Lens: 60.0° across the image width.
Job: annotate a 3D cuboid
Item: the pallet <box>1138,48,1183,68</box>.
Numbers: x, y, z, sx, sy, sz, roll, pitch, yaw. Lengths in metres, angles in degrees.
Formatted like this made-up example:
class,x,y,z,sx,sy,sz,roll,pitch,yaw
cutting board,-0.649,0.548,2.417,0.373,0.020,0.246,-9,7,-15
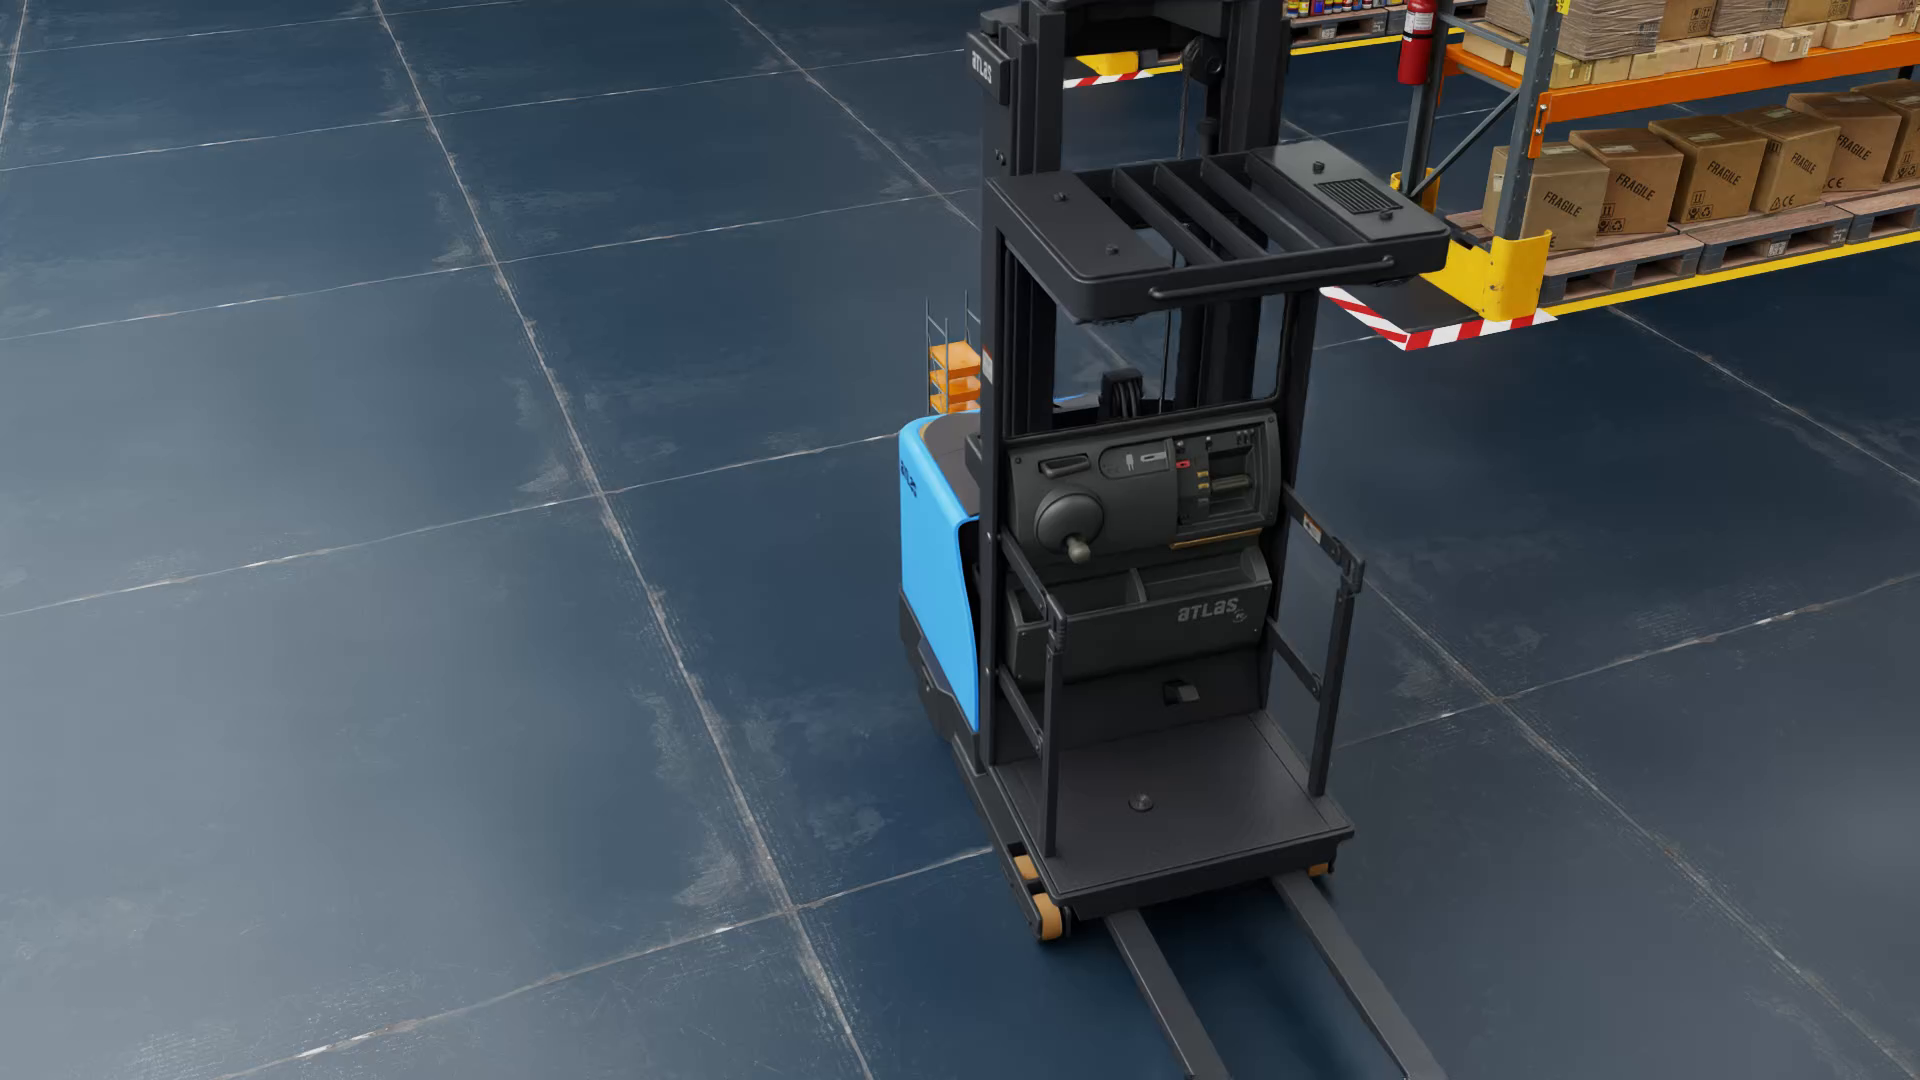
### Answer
class,x,y,z,sx,sy,sz,roll,pitch,yaw
pallet,1.852,-4.364,14.264,1.213,0.211,1.003,-13,35,-19

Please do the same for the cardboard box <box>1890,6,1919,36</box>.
class,x,y,z,sx,sy,sz,roll,pitch,yaw
cardboard box,5.613,-3.214,10.170,0.250,0.149,0.380,-13,35,-19

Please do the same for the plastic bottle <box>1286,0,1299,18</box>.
class,x,y,z,sx,sy,sz,roll,pitch,yaw
plastic bottle,2.841,-4.591,14.154,0.097,0.271,0.097,0,33,0

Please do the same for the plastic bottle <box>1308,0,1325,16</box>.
class,x,y,z,sx,sy,sz,roll,pitch,yaw
plastic bottle,3.057,-4.635,14.210,0.133,0.283,0.061,-12,35,-18

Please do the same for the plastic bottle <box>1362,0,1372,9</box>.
class,x,y,z,sx,sy,sz,roll,pitch,yaw
plastic bottle,3.530,-4.720,14.416,0.097,0.201,0.097,0,33,0

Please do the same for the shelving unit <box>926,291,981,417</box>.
class,x,y,z,sx,sy,sz,roll,pitch,yaw
shelving unit,-0.013,-0.500,7.418,0.189,1.200,0.258,-13,35,-19

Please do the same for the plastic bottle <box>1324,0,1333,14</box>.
class,x,y,z,sx,sy,sz,roll,pitch,yaw
plastic bottle,3.157,-4.664,14.266,0.097,0.271,0.097,0,33,0

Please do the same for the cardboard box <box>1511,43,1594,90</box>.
class,x,y,z,sx,sy,sz,roll,pitch,yaw
cardboard box,3.321,-2.669,9.332,0.250,0.149,0.380,-13,35,-19

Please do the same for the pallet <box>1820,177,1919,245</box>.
class,x,y,z,sx,sy,sz,roll,pitch,yaw
pallet,6.049,-2.350,11.168,1.213,0.211,1.003,-13,35,-19

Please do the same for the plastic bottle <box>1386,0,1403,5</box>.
class,x,y,z,sx,sy,sz,roll,pitch,yaw
plastic bottle,3.780,-4.853,14.484,0.185,0.351,0.144,-13,35,-19

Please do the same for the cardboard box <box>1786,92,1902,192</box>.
class,x,y,z,sx,sy,sz,roll,pitch,yaw
cardboard box,5.745,-2.618,10.930,0.500,0.500,0.500,-2,33,-4

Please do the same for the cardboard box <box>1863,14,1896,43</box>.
class,x,y,z,sx,sy,sz,roll,pitch,yaw
cardboard box,5.398,-3.141,10.057,0.250,0.149,0.380,-13,35,-19

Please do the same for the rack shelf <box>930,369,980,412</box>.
class,x,y,z,sx,sy,sz,roll,pitch,yaw
rack shelf,-0.013,-0.664,7.311,0.180,0.103,0.258,-13,35,-19

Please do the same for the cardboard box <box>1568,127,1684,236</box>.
class,x,y,z,sx,sy,sz,roll,pitch,yaw
cardboard box,4.086,-2.229,10.332,0.500,0.500,0.500,-4,33,-6

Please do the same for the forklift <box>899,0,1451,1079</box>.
class,x,y,z,sx,sy,sz,roll,pitch,yaw
forklift,0.678,-0.113,5.236,1.130,2.935,3.031,-10,34,-15

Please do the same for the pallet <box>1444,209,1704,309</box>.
class,x,y,z,sx,sy,sz,roll,pitch,yaw
pallet,3.799,-1.835,10.376,1.213,0.211,1.003,-13,35,-19

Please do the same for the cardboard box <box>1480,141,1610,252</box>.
class,x,y,z,sx,sy,sz,roll,pitch,yaw
cardboard box,3.548,-2.086,10.112,0.500,0.500,0.500,-7,34,-10

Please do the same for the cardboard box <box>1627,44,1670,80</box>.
class,x,y,z,sx,sy,sz,roll,pitch,yaw
cardboard box,3.795,-2.757,9.468,0.250,0.149,0.380,-13,35,-19

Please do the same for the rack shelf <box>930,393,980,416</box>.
class,x,y,z,sx,sy,sz,roll,pitch,yaw
rack shelf,-0.013,-0.563,7.377,0.180,0.103,0.258,-13,35,-19

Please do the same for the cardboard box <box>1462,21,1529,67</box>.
class,x,y,z,sx,sy,sz,roll,pitch,yaw
cardboard box,3.149,-2.893,9.676,0.250,0.149,0.380,-13,35,-19

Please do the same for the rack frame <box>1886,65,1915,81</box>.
class,x,y,z,sx,sy,sz,roll,pitch,yaw
rack frame,6.654,-3.678,10.653,0.127,3.000,1.000,-13,35,-19

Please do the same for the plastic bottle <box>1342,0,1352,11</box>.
class,x,y,z,sx,sy,sz,roll,pitch,yaw
plastic bottle,3.340,-4.676,14.349,0.097,0.201,0.097,0,33,0

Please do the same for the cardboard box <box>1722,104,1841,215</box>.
class,x,y,z,sx,sy,sz,roll,pitch,yaw
cardboard box,5.203,-2.447,10.667,0.500,0.500,0.500,-16,36,-23

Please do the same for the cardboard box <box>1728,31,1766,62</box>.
class,x,y,z,sx,sy,sz,roll,pitch,yaw
cardboard box,4.471,-2.936,9.743,0.250,0.149,0.380,-13,35,-19

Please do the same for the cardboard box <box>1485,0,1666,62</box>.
class,x,y,z,sx,sy,sz,roll,pitch,yaw
cardboard box,3.484,-3.103,9.404,0.500,0.500,0.875,-13,35,-19

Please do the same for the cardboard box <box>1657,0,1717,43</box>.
class,x,y,z,sx,sy,sz,roll,pitch,yaw
cardboard box,3.898,-3.269,9.659,0.500,0.500,0.875,-13,35,-19

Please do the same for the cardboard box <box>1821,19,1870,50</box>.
class,x,y,z,sx,sy,sz,roll,pitch,yaw
cardboard box,5.181,-3.071,9.949,0.250,0.149,0.380,-13,35,-19

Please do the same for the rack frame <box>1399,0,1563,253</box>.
class,x,y,z,sx,sy,sz,roll,pitch,yaw
rack frame,2.966,-2.834,9.355,0.127,3.000,1.000,-13,35,-19

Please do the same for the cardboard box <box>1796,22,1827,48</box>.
class,x,y,z,sx,sy,sz,roll,pitch,yaw
cardboard box,4.921,-3.056,9.927,0.250,0.149,0.380,-13,35,-19

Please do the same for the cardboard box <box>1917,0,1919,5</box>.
class,x,y,z,sx,sy,sz,roll,pitch,yaw
cardboard box,5.741,-3.693,10.311,0.500,0.500,0.875,-13,35,-19

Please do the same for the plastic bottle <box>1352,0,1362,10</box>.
class,x,y,z,sx,sy,sz,roll,pitch,yaw
plastic bottle,3.436,-4.728,14.364,0.097,0.271,0.097,0,33,0

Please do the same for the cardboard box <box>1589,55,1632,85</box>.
class,x,y,z,sx,sy,sz,roll,pitch,yaw
cardboard box,3.559,-2.712,9.398,0.250,0.149,0.380,-13,35,-19

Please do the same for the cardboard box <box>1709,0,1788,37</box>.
class,x,y,z,sx,sy,sz,roll,pitch,yaw
cardboard box,4.376,-3.353,9.788,0.500,0.500,0.875,-13,35,-19

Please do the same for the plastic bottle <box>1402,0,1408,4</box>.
class,x,y,z,sx,sy,sz,roll,pitch,yaw
plastic bottle,3.943,-4.838,14.523,0.133,0.283,0.061,-11,35,-16

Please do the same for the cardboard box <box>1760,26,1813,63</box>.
class,x,y,z,sx,sy,sz,roll,pitch,yaw
cardboard box,4.742,-2.937,9.744,0.250,0.149,0.380,-13,35,-19

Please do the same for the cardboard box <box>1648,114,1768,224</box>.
class,x,y,z,sx,sy,sz,roll,pitch,yaw
cardboard box,4.671,-2.352,10.521,0.500,0.500,0.500,-10,34,-14

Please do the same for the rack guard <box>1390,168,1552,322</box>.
class,x,y,z,sx,sy,sz,roll,pitch,yaw
rack guard,3.036,-1.802,10.061,0.348,0.500,1.175,-13,35,-19

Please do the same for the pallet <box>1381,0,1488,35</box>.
class,x,y,z,sx,sy,sz,roll,pitch,yaw
pallet,4.101,-4.879,15.056,1.213,0.211,1.003,-13,35,-19

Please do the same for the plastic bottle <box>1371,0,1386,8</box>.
class,x,y,z,sx,sy,sz,roll,pitch,yaw
plastic bottle,3.628,-4.790,14.455,0.135,0.276,0.152,-12,35,-18

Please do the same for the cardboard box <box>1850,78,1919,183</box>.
class,x,y,z,sx,sy,sz,roll,pitch,yaw
cardboard box,6.270,-2.742,11.121,0.500,0.500,0.500,-14,36,-20

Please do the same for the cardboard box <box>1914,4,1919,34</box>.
class,x,y,z,sx,sy,sz,roll,pitch,yaw
cardboard box,5.894,-3.200,10.149,0.250,0.149,0.380,-13,35,-19

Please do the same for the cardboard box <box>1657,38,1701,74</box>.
class,x,y,z,sx,sy,sz,roll,pitch,yaw
cardboard box,4.018,-2.820,9.565,0.250,0.149,0.380,-13,35,-19

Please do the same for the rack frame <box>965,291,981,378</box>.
class,x,y,z,sx,sy,sz,roll,pitch,yaw
rack frame,0.071,-0.519,7.448,0.006,1.200,0.240,-13,35,-19

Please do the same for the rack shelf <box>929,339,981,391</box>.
class,x,y,z,sx,sy,sz,roll,pitch,yaw
rack shelf,-0.013,-0.764,7.246,0.180,0.103,0.258,-13,35,-19

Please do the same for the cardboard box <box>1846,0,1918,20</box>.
class,x,y,z,sx,sy,sz,roll,pitch,yaw
cardboard box,5.319,-3.537,10.071,0.500,0.500,0.875,-13,35,-19

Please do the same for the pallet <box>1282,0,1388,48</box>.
class,x,y,z,sx,sy,sz,roll,pitch,yaw
pallet,2.975,-4.620,14.656,1.213,0.211,1.003,-13,35,-19

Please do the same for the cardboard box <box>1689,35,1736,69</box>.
class,x,y,z,sx,sy,sz,roll,pitch,yaw
cardboard box,4.251,-2.870,9.640,0.250,0.149,0.380,-13,35,-19

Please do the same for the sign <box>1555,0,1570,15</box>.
class,x,y,z,sx,sy,sz,roll,pitch,yaw
sign,3.176,-2.924,8.700,0.005,0.325,0.100,-13,35,-19

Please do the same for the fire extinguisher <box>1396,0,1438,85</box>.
class,x,y,z,sx,sy,sz,roll,pitch,yaw
fire extinguisher,2.682,-3.009,9.695,0.183,0.674,0.296,-13,35,-19

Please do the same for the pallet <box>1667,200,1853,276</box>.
class,x,y,z,sx,sy,sz,roll,pitch,yaw
pallet,4.922,-2.090,10.769,1.213,0.211,1.003,-13,35,-19

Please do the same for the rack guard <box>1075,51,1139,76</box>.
class,x,y,z,sx,sy,sz,roll,pitch,yaw
rack guard,1.100,-4.316,13.926,0.348,0.500,1.175,-13,35,-19

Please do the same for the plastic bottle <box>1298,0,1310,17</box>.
class,x,y,z,sx,sy,sz,roll,pitch,yaw
plastic bottle,2.936,-4.584,14.207,0.097,0.201,0.097,0,33,0

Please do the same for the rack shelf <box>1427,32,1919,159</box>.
class,x,y,z,sx,sy,sz,roll,pitch,yaw
rack shelf,4.810,-2.955,10.200,4.000,0.370,1.077,-13,35,-19

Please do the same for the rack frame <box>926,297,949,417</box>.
class,x,y,z,sx,sy,sz,roll,pitch,yaw
rack frame,-0.098,-0.481,7.388,0.006,1.200,0.240,-13,35,-19

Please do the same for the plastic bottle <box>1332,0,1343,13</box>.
class,x,y,z,sx,sy,sz,roll,pitch,yaw
plastic bottle,3.249,-4.685,14.298,0.097,0.271,0.097,0,33,0

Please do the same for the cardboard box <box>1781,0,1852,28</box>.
class,x,y,z,sx,sy,sz,roll,pitch,yaw
cardboard box,4.842,-3.452,9.941,0.500,0.500,0.875,-13,35,-19
